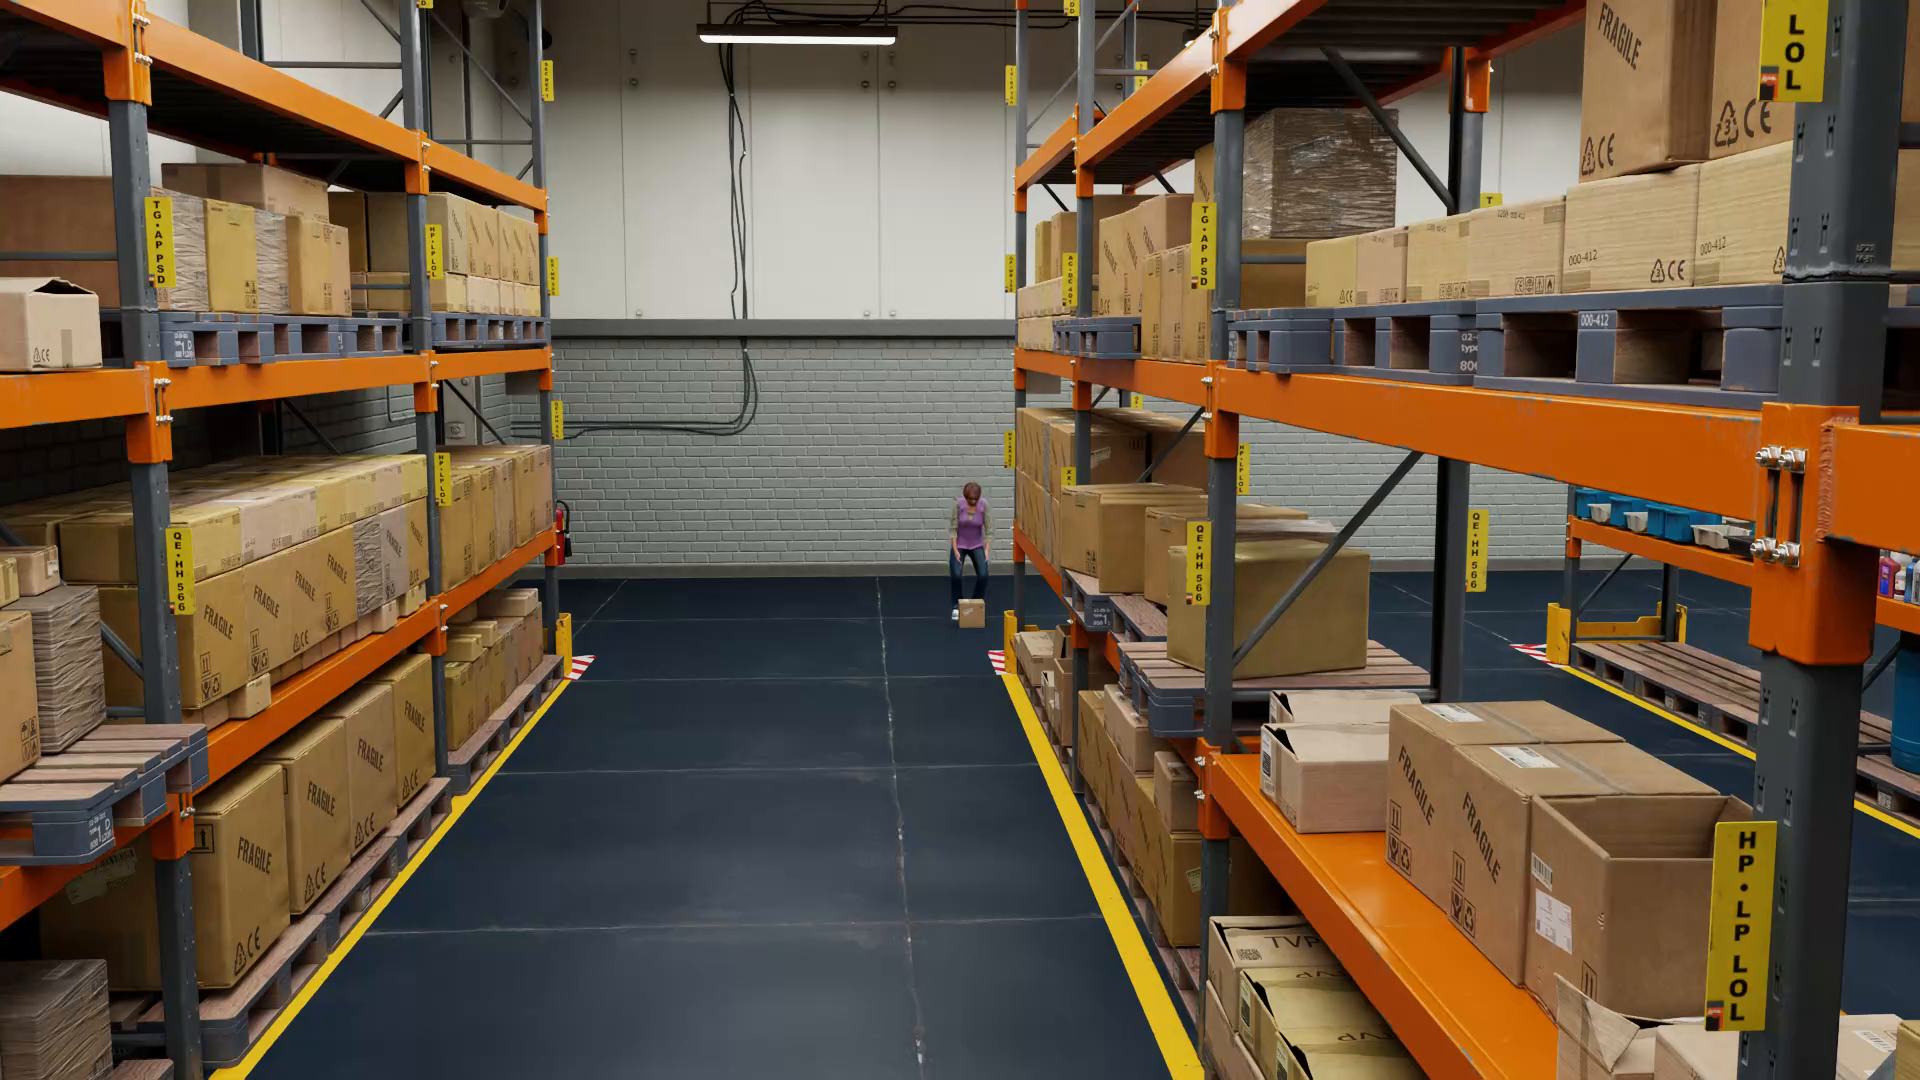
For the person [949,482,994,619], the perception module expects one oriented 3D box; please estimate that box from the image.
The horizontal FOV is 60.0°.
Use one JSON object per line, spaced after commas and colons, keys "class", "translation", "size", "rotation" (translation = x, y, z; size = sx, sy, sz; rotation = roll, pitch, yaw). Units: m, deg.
{"class": "person", "translation": [0.115, 0.103, 17.138], "size": [0.454, 1.444, 0.540], "rotation": [0, 7, -3]}
